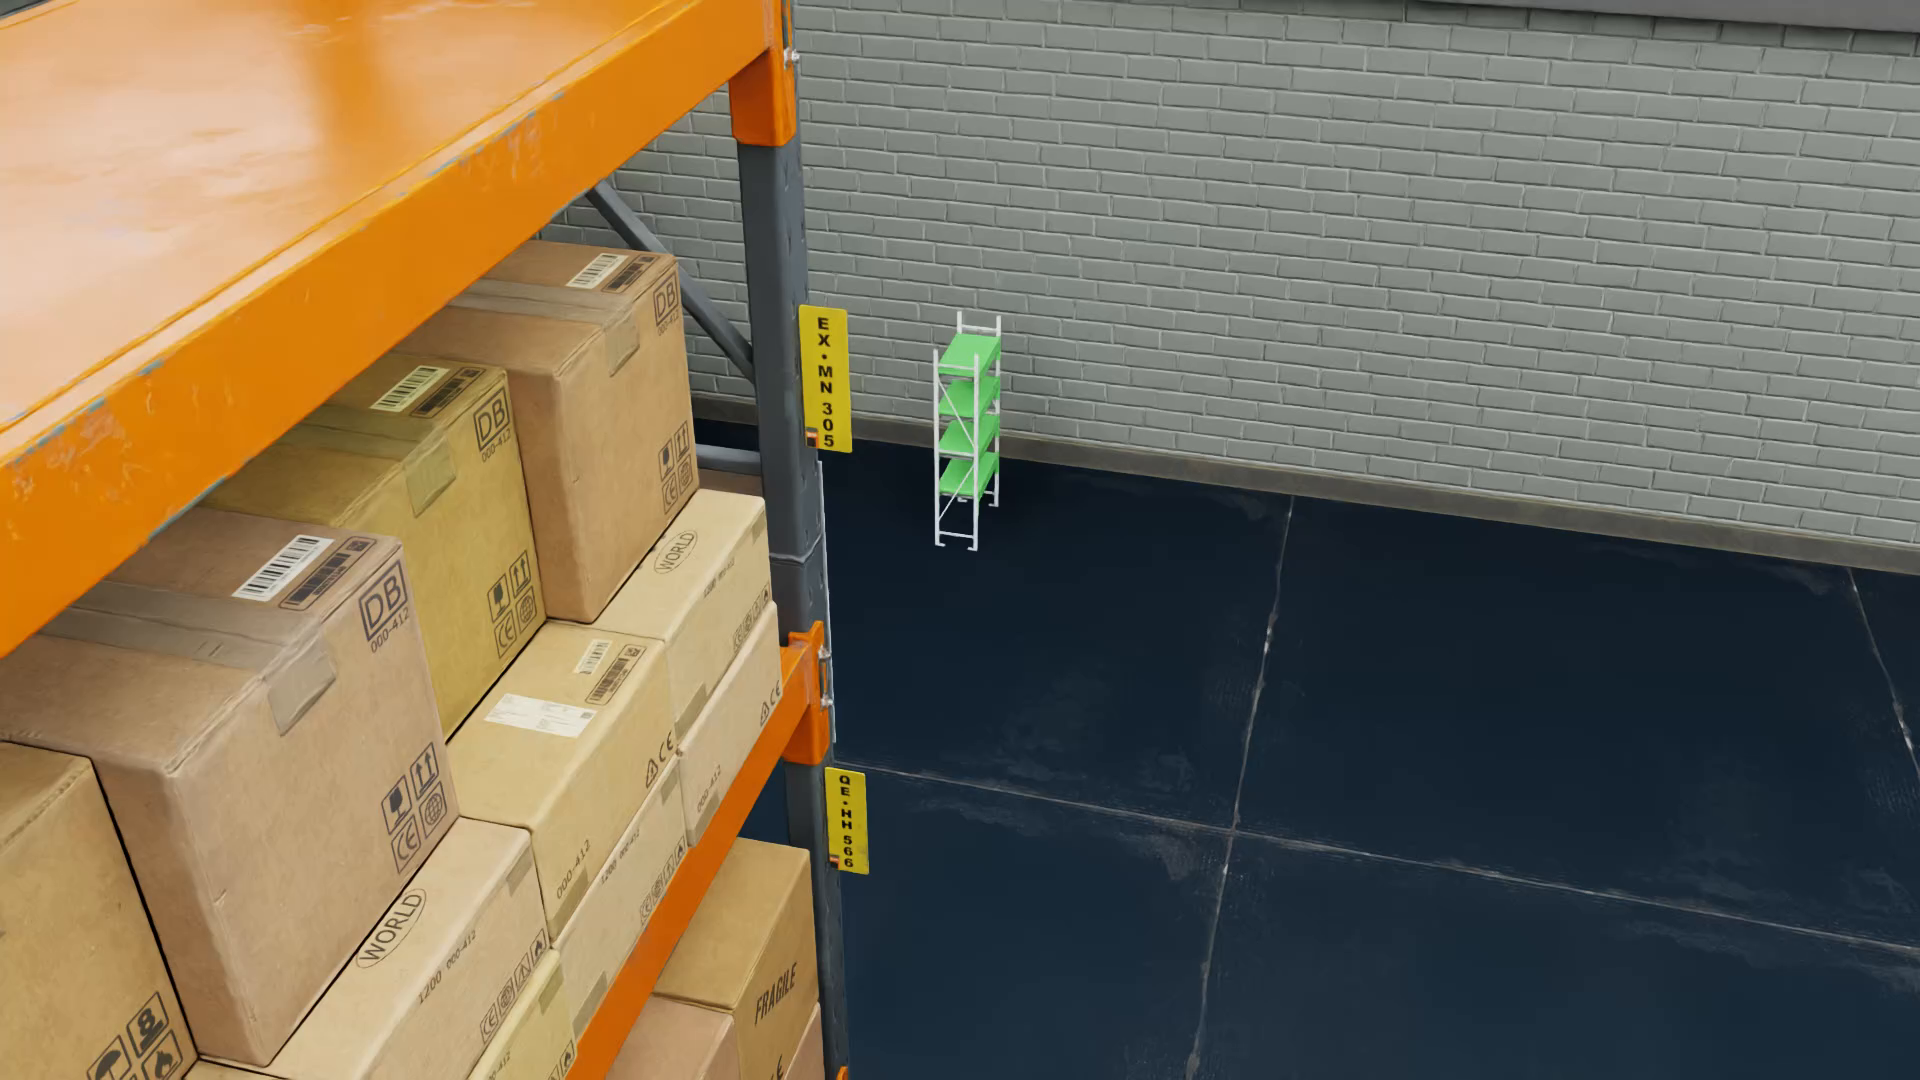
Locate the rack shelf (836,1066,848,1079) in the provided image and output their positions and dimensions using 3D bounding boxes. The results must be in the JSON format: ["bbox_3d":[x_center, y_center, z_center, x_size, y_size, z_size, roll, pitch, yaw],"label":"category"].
[{"bbox_3d":[-1.315,2.567,3.157,1.077,0.370,4.000,8,33,12],"label":"rack shelf"}]

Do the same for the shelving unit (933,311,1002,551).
[{"bbox_3d":[0.042,-0.592,9.133,0.258,1.200,0.503,8,33,12],"label":"shelving unit"}]

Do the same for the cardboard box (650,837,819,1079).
[{"bbox_3d":[-0.654,1.030,3.879,0.500,0.500,0.500,8,33,12],"label":"cardboard box"}]

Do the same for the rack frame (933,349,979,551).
[{"bbox_3d":[-0.020,-0.466,8.934,0.240,1.200,0.015,8,33,12],"label":"rack frame"}]

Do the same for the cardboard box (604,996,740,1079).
[{"bbox_3d":[-0.782,1.292,3.467,0.500,0.500,0.500,9,34,14],"label":"cardboard box"}]

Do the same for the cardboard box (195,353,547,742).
[{"bbox_3d":[-1.131,0.012,2.684,0.700,0.500,0.500,8,33,12],"label":"cardboard box"}]

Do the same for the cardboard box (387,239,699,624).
[{"bbox_3d":[-0.922,-0.236,3.074,0.700,0.500,0.500,8,33,12],"label":"cardboard box"}]

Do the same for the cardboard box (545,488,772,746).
[{"bbox_3d":[-0.691,0.113,3.224,0.500,0.250,0.500,8,33,12],"label":"cardboard box"}]

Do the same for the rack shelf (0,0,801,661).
[{"bbox_3d":[-1.315,0.036,1.548,1.077,0.370,4.000,8,33,12],"label":"rack shelf"}]

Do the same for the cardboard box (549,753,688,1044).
[{"bbox_3d":[-0.820,0.583,2.950,0.500,0.250,0.500,8,33,12],"label":"cardboard box"}]

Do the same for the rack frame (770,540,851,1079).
[{"bbox_3d":[-0.807,1.225,4.597,1.000,3.000,0.127,8,33,12],"label":"rack frame"}]

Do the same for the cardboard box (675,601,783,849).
[{"bbox_3d":[-0.683,0.325,3.356,0.500,0.250,0.500,8,33,12],"label":"cardboard box"}]

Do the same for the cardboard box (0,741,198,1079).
[{"bbox_3d":[-1.371,0.533,1.865,0.700,0.500,0.500,8,33,12],"label":"cardboard box"}]

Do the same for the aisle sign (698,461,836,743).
[{"bbox_3d":[-0.494,0.134,3.889,0.394,0.787,0.004,8,33,12],"label":"aisle sign"}]

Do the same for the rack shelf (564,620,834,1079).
[{"bbox_3d":[-1.315,1.301,2.352,1.077,0.370,4.000,8,33,12],"label":"rack shelf"}]

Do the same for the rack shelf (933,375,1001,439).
[{"bbox_3d":[0.042,-0.741,9.039,0.258,0.148,0.480,8,33,12],"label":"rack shelf"}]

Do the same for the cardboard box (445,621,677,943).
[{"bbox_3d":[-0.818,0.373,2.816,0.500,0.250,0.500,8,33,12],"label":"cardboard box"}]

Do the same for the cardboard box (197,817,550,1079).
[{"bbox_3d":[-0.948,0.631,2.408,0.500,0.250,0.500,8,33,12],"label":"cardboard box"}]

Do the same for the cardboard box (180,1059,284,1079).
[{"bbox_3d":[-1.069,0.892,1.999,0.500,0.250,0.500,8,33,12],"label":"cardboard box"}]

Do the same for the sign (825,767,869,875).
[{"bbox_3d":[-0.276,0.689,4.066,0.100,0.325,0.005,8,33,12],"label":"sign"}]

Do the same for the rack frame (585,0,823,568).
[{"bbox_3d":[-0.807,-1.306,2.987,1.000,3.000,0.127,8,33,12],"label":"rack frame"}]

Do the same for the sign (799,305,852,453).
[{"bbox_3d":[-0.276,-0.328,3.419,0.100,0.325,0.005,8,33,12],"label":"sign"}]

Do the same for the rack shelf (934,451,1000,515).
[{"bbox_3d":[0.042,-0.336,9.296,0.258,0.148,0.480,8,33,12],"label":"rack shelf"}]

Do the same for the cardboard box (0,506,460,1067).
[{"bbox_3d":[-1.154,0.286,2.253,0.700,0.500,0.500,8,33,12],"label":"cardboard box"}]

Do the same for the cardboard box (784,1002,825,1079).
[{"bbox_3d":[-0.658,1.453,4.146,0.500,0.500,0.500,9,34,14],"label":"cardboard box"}]

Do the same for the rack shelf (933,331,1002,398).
[{"bbox_3d":[0.042,-0.943,8.910,0.258,0.148,0.480,8,33,12],"label":"rack shelf"}]

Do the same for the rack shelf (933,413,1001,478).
[{"bbox_3d":[0.042,-0.538,9.167,0.258,0.148,0.480,8,33,12],"label":"rack shelf"}]

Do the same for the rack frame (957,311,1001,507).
[{"bbox_3d":[0.104,-0.719,9.332,0.240,1.200,0.015,8,33,12],"label":"rack frame"}]

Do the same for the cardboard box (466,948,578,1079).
[{"bbox_3d":[-0.934,0.844,2.539,0.500,0.250,0.500,8,33,12],"label":"cardboard box"}]
